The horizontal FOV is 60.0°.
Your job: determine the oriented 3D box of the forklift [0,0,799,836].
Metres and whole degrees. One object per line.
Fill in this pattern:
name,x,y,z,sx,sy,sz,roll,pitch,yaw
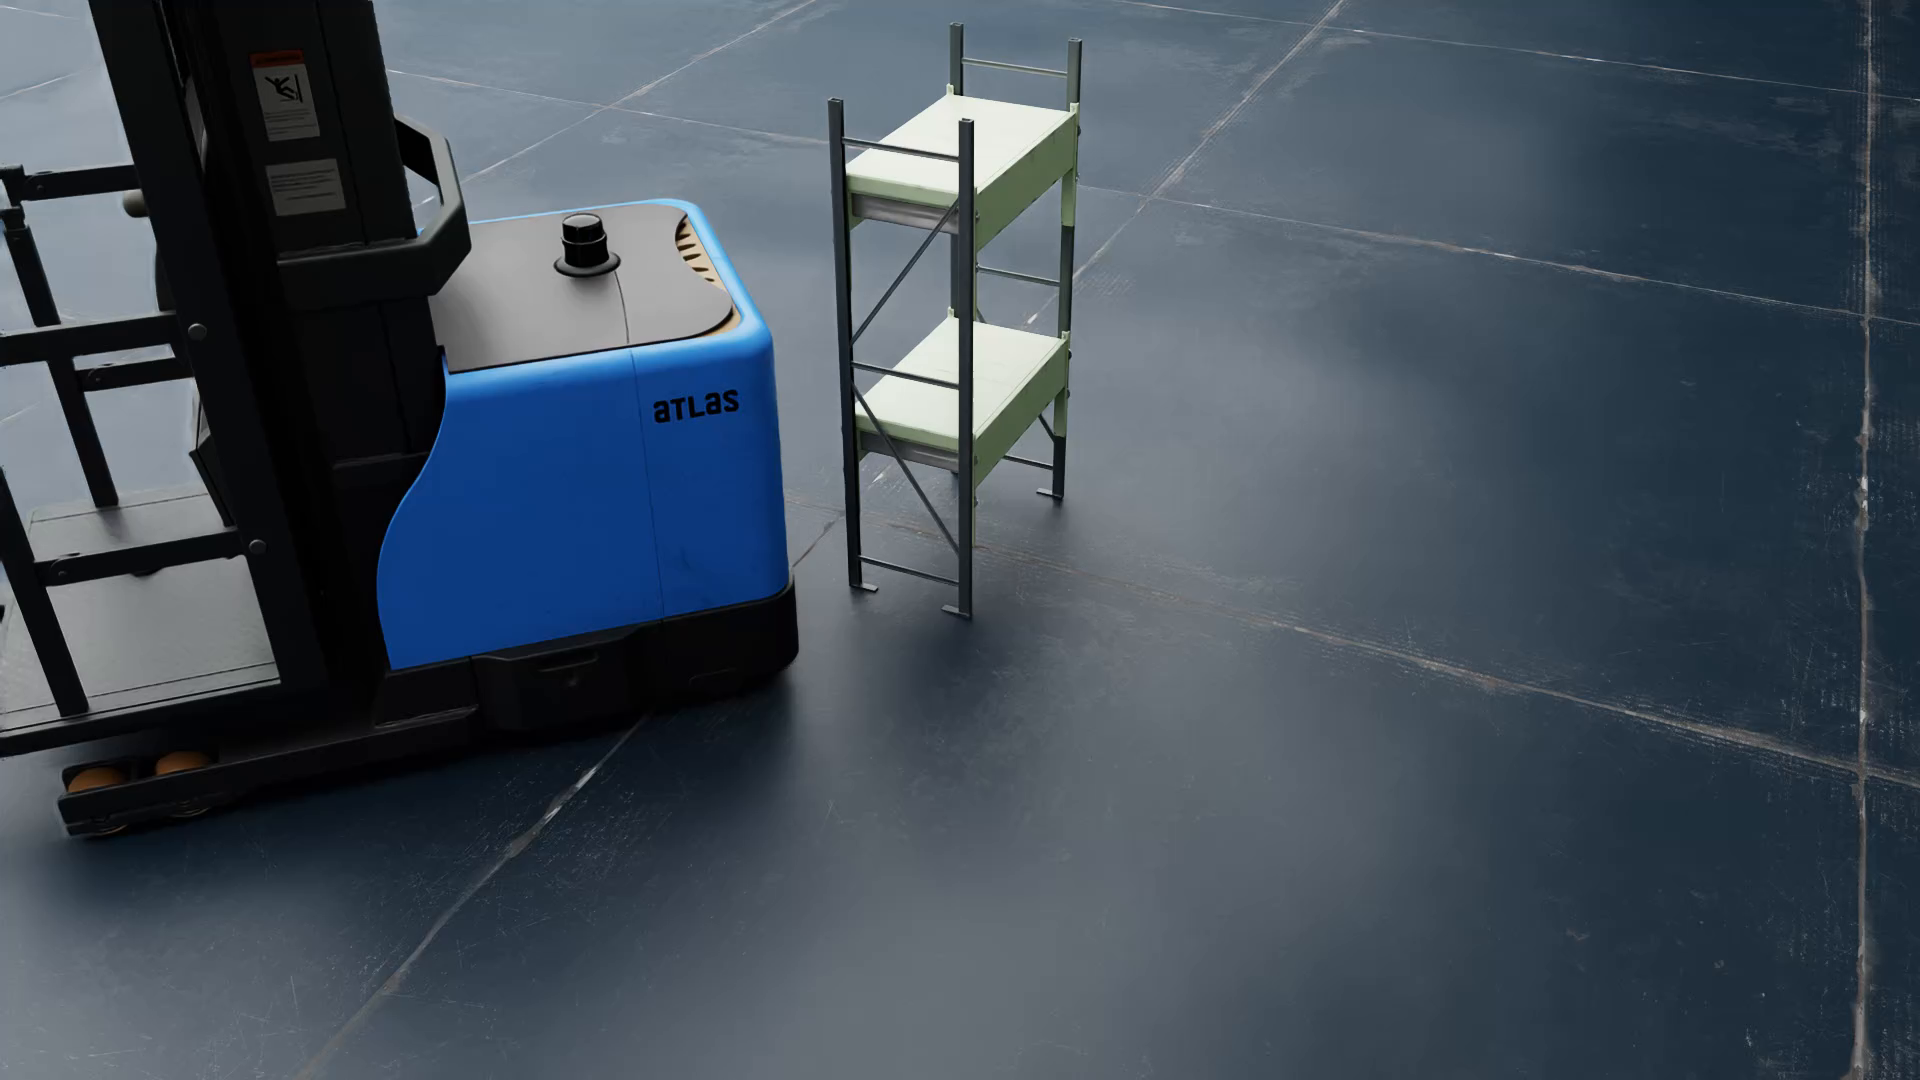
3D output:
forklift,-2.025,-0.820,3.828,3.031,2.935,1.130,-11,35,-16

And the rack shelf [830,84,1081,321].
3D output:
rack shelf,0.003,-0.957,4.630,0.431,0.370,0.720,14,36,20

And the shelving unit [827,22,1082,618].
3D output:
shelving unit,0.003,-0.631,4.844,0.431,1.500,0.755,14,36,20

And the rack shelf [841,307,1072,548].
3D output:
rack shelf,0.003,-0.358,5.023,0.431,0.370,0.720,14,36,20

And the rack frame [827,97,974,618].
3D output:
rack frame,-0.150,-0.448,4.566,0.400,1.500,0.023,14,36,20

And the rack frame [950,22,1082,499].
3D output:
rack frame,0.156,-0.813,5.122,0.400,1.500,0.023,14,36,20
